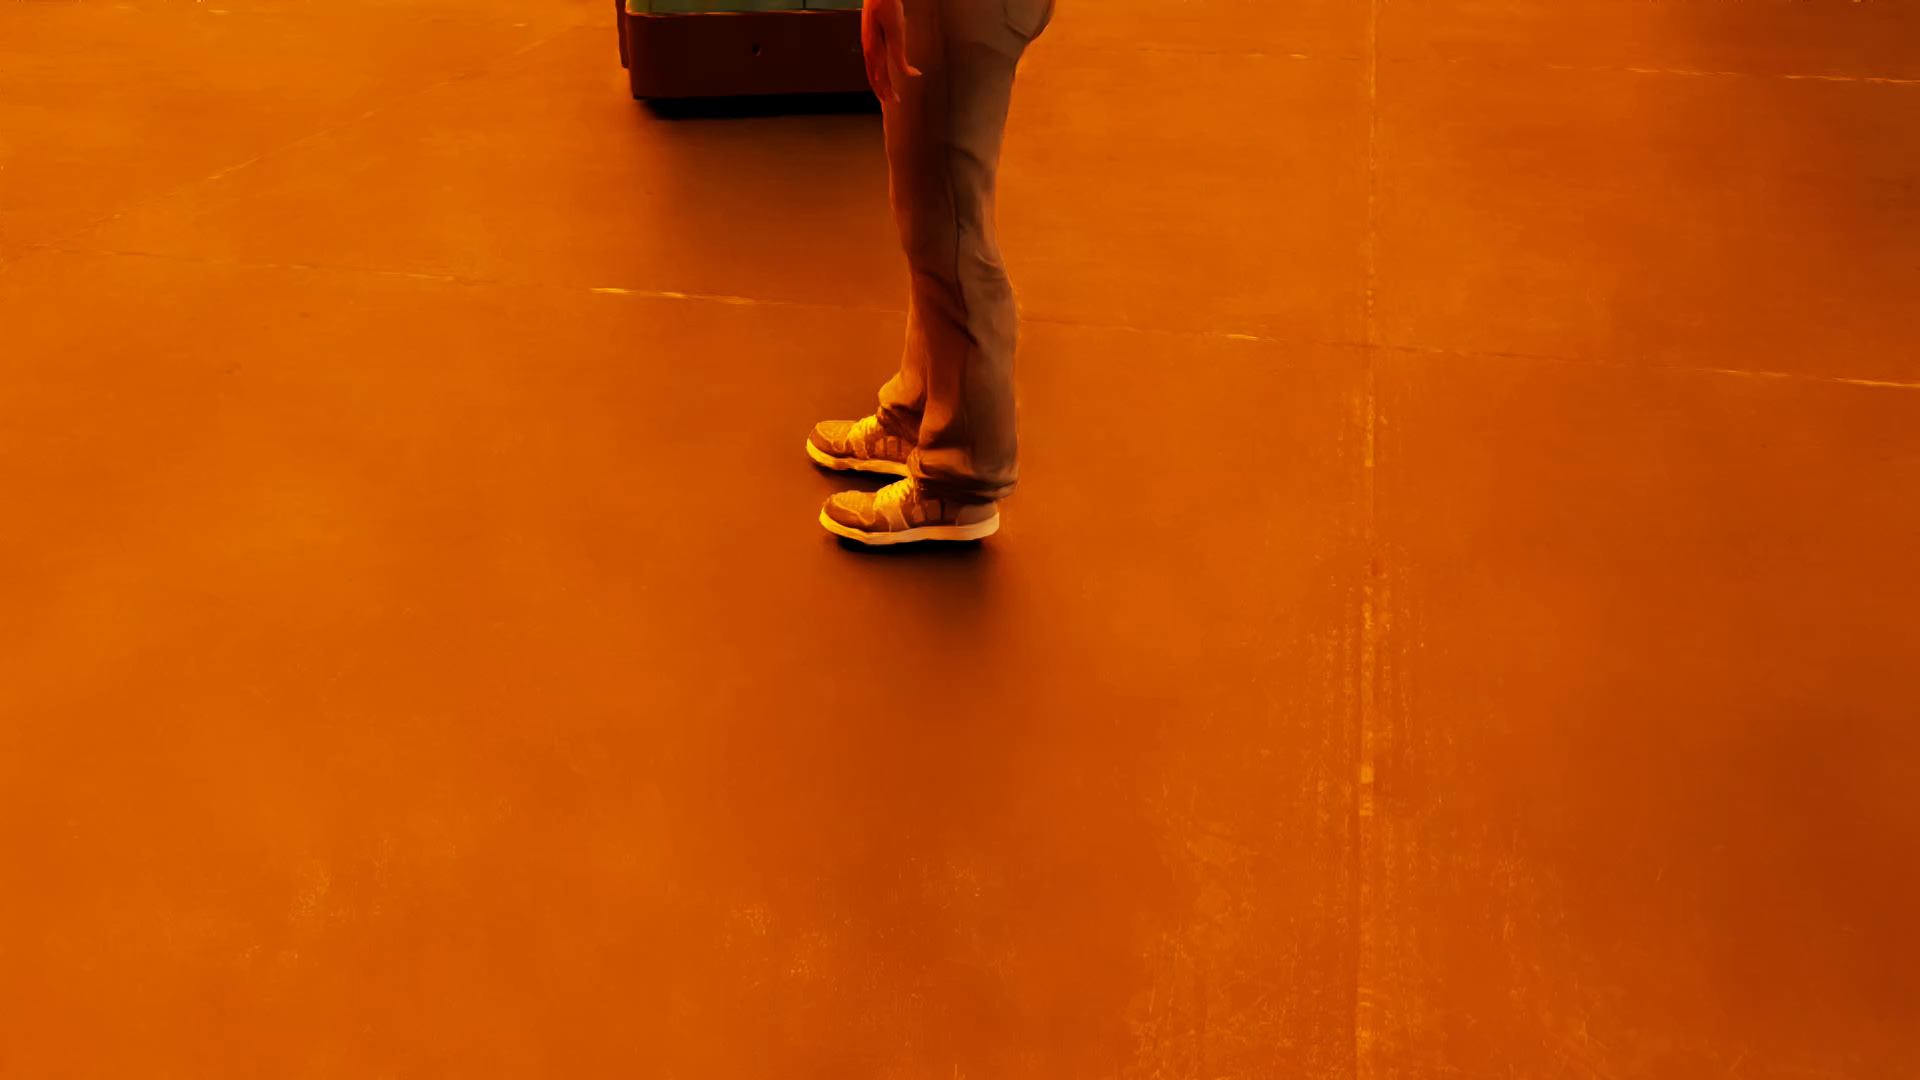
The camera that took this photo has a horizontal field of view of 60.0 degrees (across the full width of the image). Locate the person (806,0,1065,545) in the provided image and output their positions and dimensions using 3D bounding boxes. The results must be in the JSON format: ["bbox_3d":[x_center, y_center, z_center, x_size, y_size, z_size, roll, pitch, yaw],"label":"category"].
[{"bbox_3d":[-0.069,-0.733,2.164,0.474,1.597,0.521,6,27,11],"label":"person"}]

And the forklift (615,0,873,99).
[{"bbox_3d":[-0.696,-3.263,5.713,1.130,2.935,3.031,-4,27,-8],"label":"forklift"}]
